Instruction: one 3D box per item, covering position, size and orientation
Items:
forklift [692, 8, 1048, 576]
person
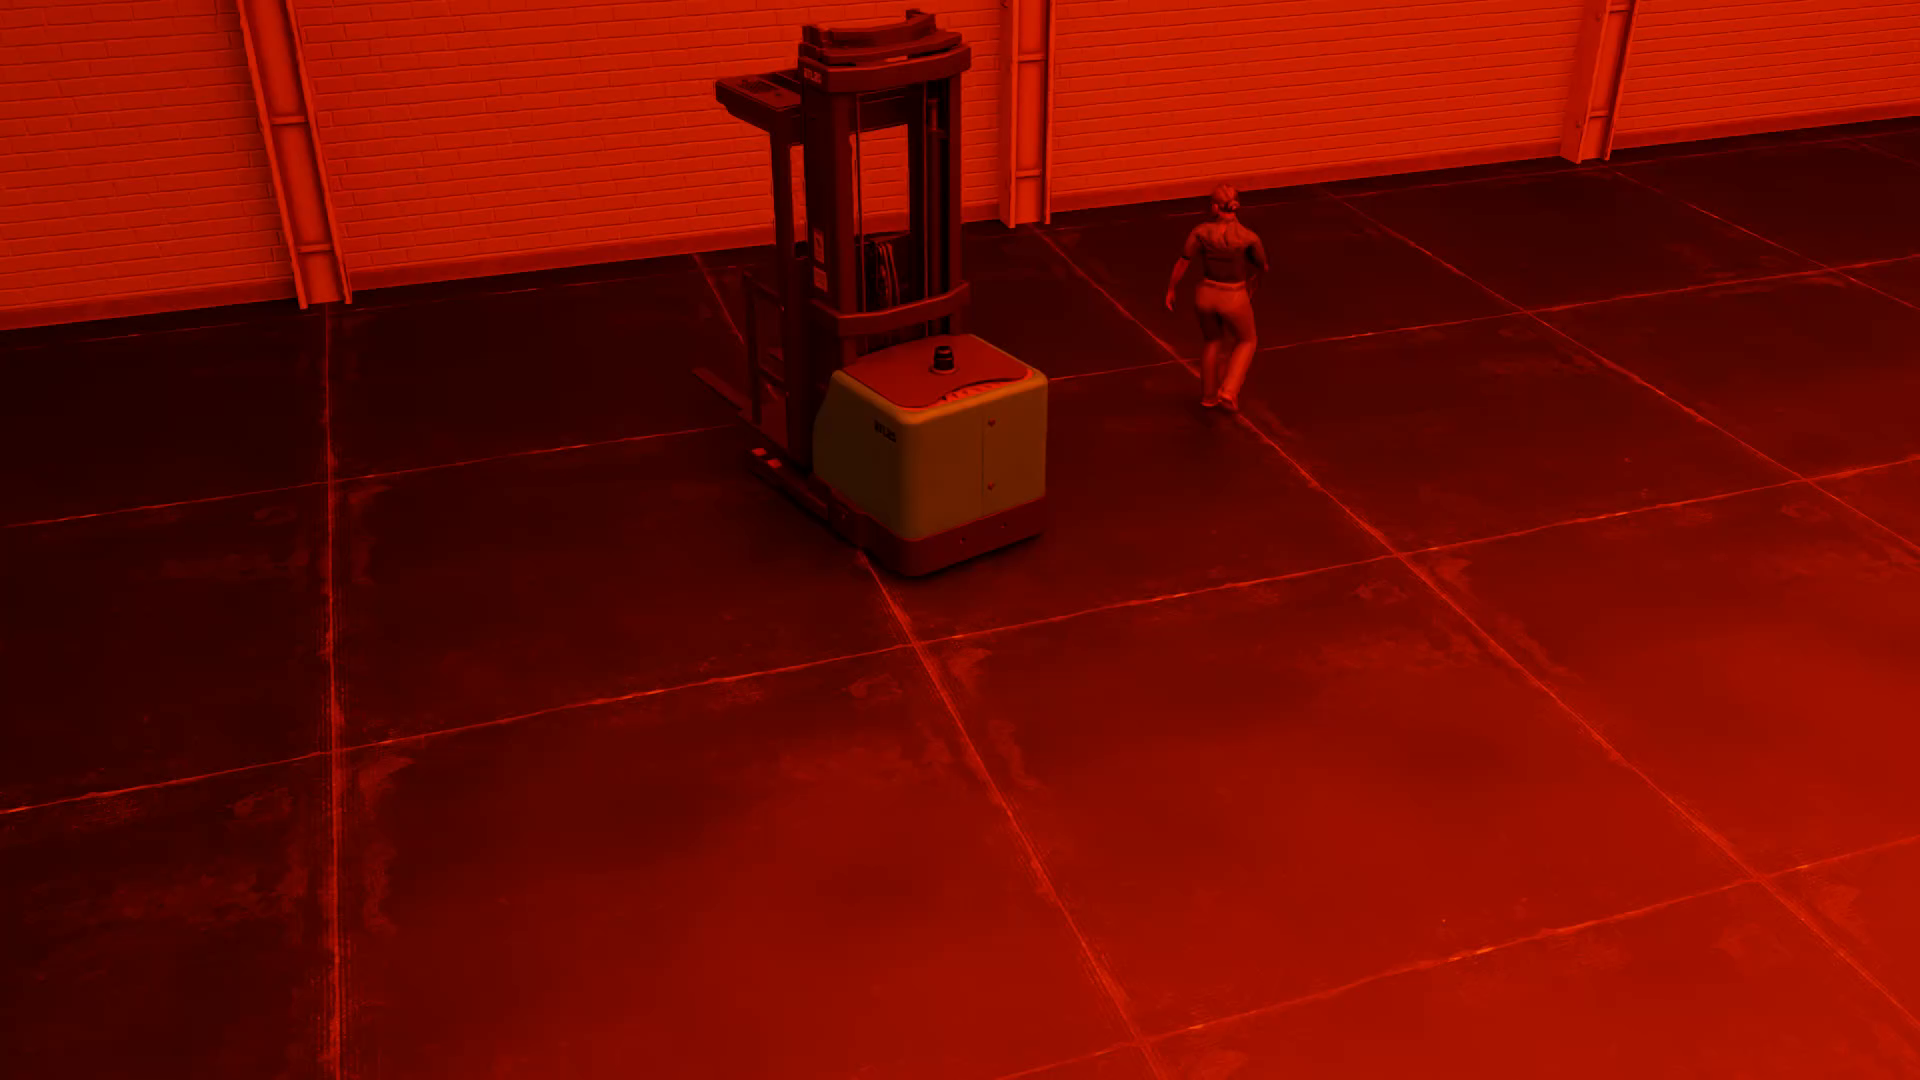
[{"bbox_3d":[-0.735,-1.746,10.122,1.130,2.935,3.031,-19,35,-30],"label":"forklift"},{"bbox_3d":[1.746,-1.643,11.272,0.659,1.618,0.497,15,33,25],"label":"person"}]
